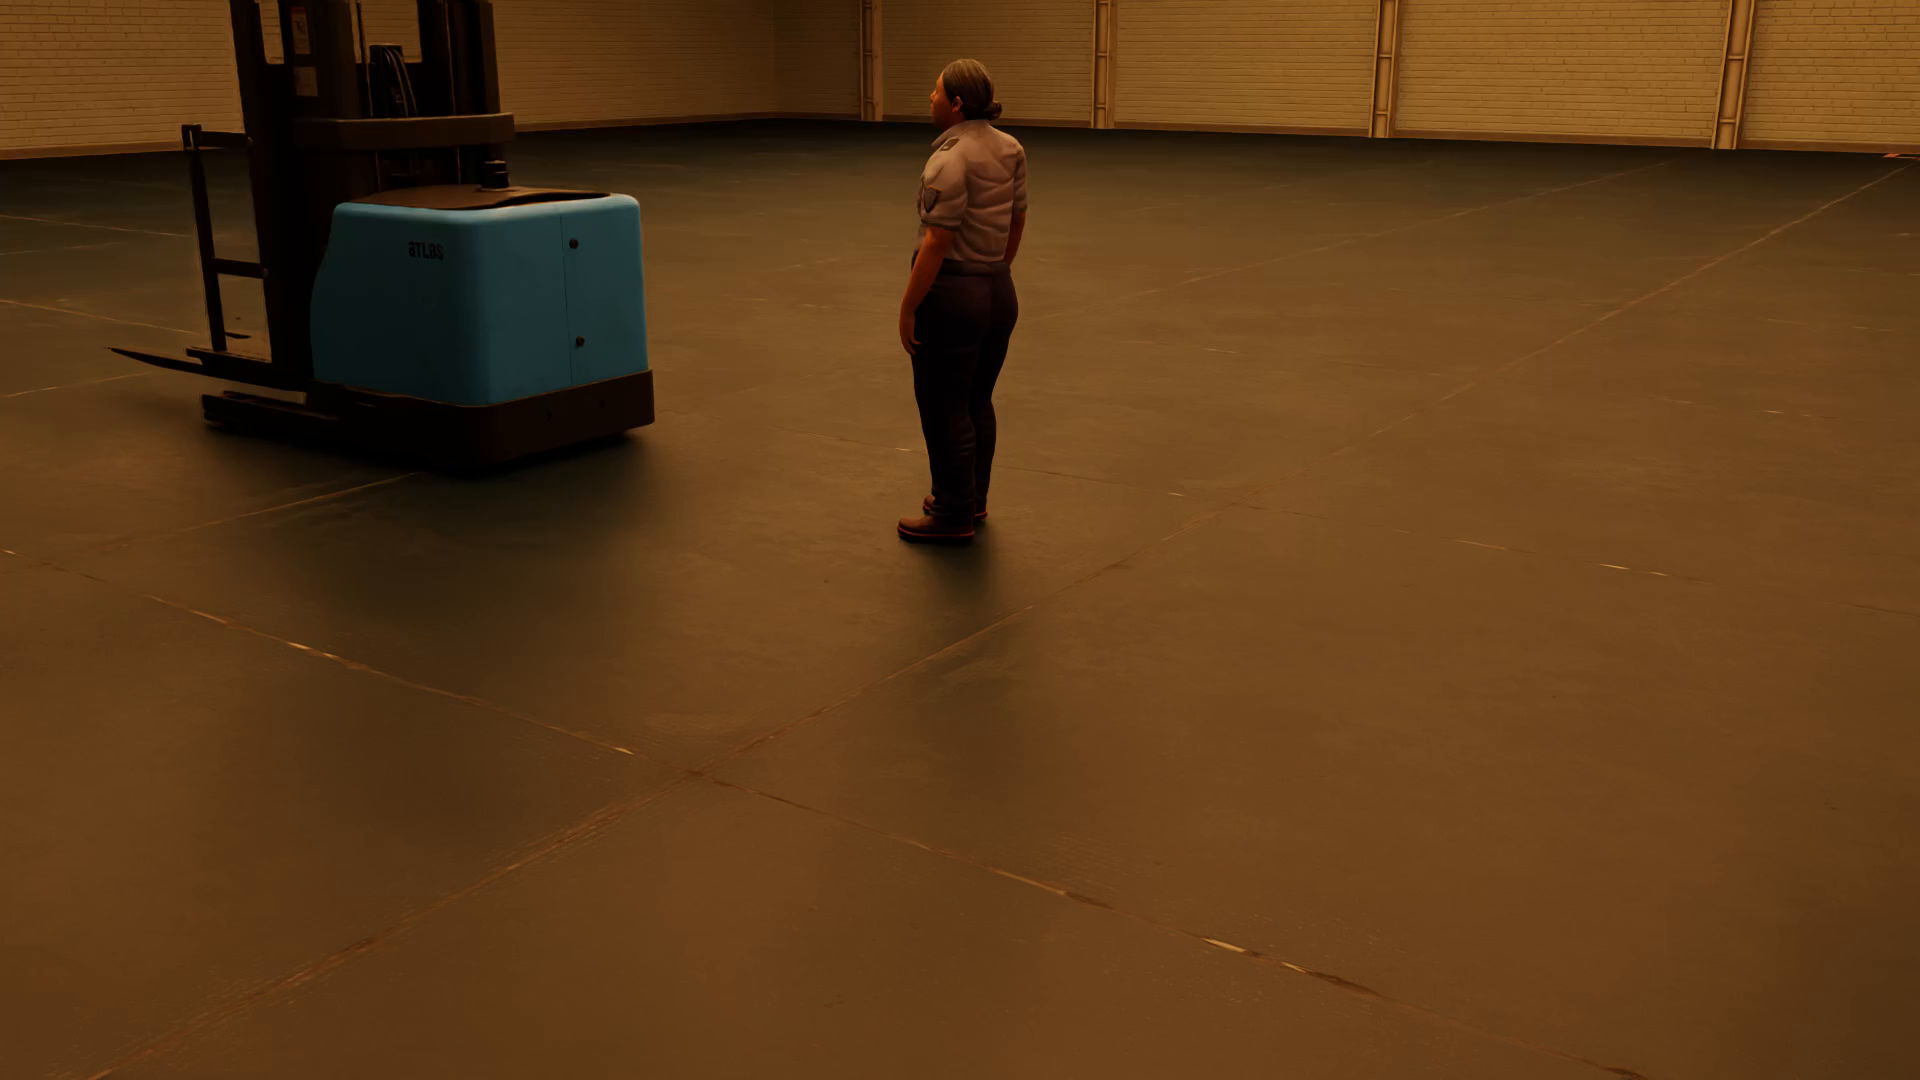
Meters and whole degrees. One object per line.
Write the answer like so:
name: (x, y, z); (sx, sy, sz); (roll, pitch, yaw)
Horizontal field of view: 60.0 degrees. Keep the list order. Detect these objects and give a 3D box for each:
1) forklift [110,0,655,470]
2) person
forklift: (-2.874, -1.997, 7.511); (3.031, 2.935, 1.130); (11, 20, 33)
person: (-0.061, -0.816, 5.778); (0.502, 1.651, 0.598); (11, 20, 33)
